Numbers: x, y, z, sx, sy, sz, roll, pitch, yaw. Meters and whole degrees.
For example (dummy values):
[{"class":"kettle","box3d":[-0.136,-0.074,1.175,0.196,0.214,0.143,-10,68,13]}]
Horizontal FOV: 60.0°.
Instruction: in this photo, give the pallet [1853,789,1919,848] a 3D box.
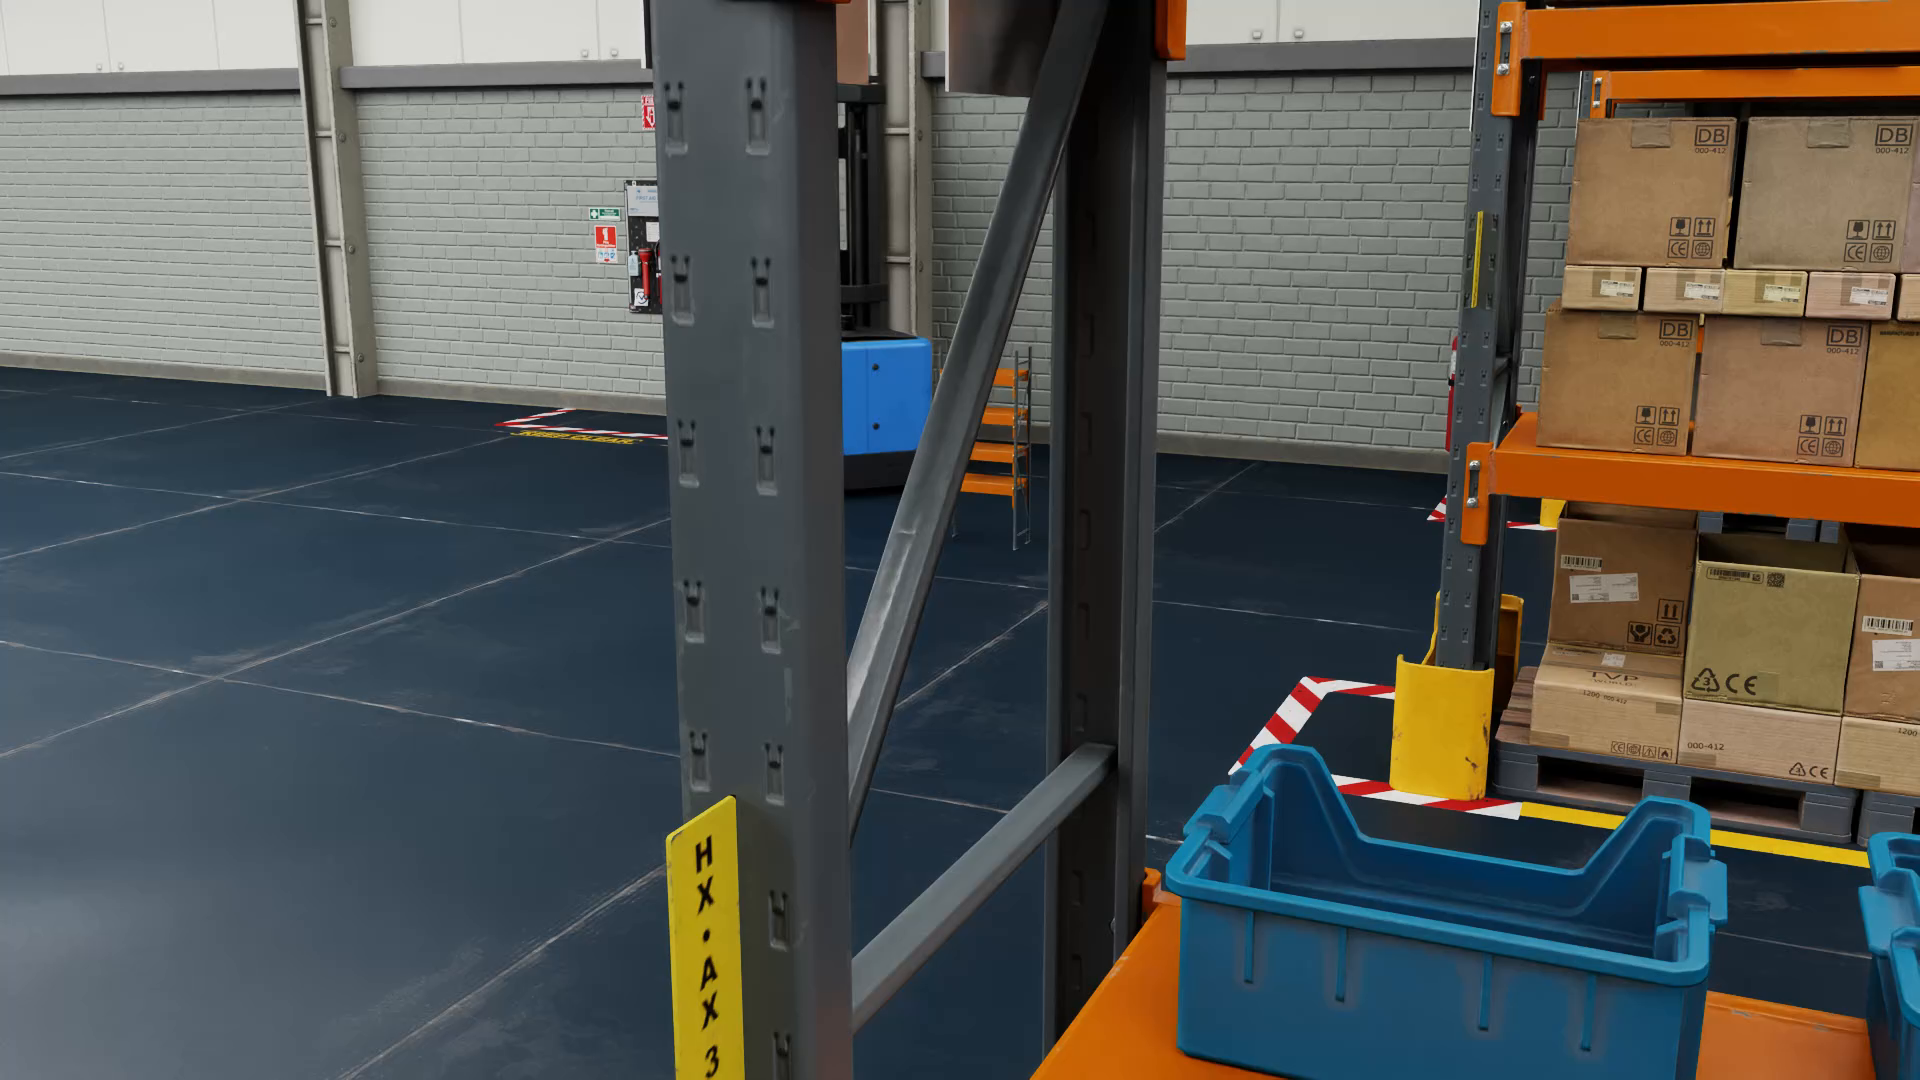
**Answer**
[{"class":"pallet","box3d":[3.848,0.907,5.926,1.213,0.211,1.003,6,14,23]}]

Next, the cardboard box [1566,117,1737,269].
[{"class":"cardboard box","box3d":[2.491,-1.255,5.978,0.500,0.500,0.700,6,14,23]}]

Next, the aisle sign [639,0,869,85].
[{"class":"aisle sign","box3d":[-0.174,-0.802,1.417,0.004,0.787,0.394,6,14,23]}]

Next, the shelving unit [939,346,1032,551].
[{"class":"shelving unit","box3d":[0.151,-0.569,10.052,0.503,1.200,0.258,6,14,23]}]

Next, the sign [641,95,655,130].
[{"class":"sign","box3d":[-2.683,-3.718,14.460,0.199,0.298,0.001,6,14,23]}]

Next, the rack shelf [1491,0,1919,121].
[{"class":"rack shelf","box3d":[3.849,-1.550,5.305,4.000,0.370,1.077,6,14,23]}]

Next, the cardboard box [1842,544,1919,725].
[{"class":"cardboard box","box3d":[3.341,0.329,5.744,0.500,0.500,0.500,6,14,23]}]

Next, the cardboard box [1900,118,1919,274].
[{"class":"cardboard box","box3d":[3.435,-1.161,5.578,0.500,0.500,0.700,6,14,23]}]

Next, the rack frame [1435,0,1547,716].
[{"class":"rack frame","box3d":[2.021,-0.625,6.354,0.127,3.000,1.000,6,14,23]}]

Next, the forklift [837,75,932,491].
[{"class":"forklift","box3d":[-1.239,-2.029,12.488,1.130,2.935,3.031,-6,14,-23]}]

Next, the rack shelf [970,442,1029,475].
[{"class":"rack shelf","box3d":[0.151,-0.503,10.068,0.480,0.148,0.258,6,14,23]}]

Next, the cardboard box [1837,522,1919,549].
[{"class":"cardboard box","box3d":[3.552,0.221,6.207,0.500,0.500,0.500,6,14,23]}]

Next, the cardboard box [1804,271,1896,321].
[{"class":"cardboard box","box3d":[2.992,-0.838,5.619,0.250,0.149,0.380,6,14,22]}]

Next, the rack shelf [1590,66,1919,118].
[{"class":"rack shelf","box3d":[5.852,-2.585,9.716,4.000,0.370,1.077,6,14,23]}]

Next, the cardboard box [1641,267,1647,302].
[{"class":"cardboard box","box3d":[2.687,-0.970,6.186,0.250,0.149,0.380,6,15,25]}]

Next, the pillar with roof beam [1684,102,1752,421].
[{"class":"pillar with roof beam","box3d":[3.270,-3.798,6.742,0.400,9.000,9.100,6,14,23]}]

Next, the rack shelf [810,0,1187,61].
[{"class":"rack shelf","box3d":[1.839,-0.516,0.897,4.000,0.370,1.077,6,14,23]}]

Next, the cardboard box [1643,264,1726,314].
[{"class":"cardboard box","box3d":[2.535,-0.885,5.820,0.250,0.149,0.380,5,14,22]}]

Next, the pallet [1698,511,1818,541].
[{"class":"pallet","box3d":[4.821,-0.213,10.702,1.213,0.211,1.003,6,14,23]}]

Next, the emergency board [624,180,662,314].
[{"class":"emergency board","box3d":[-2.716,-2.568,14.633,0.643,1.169,0.194,6,14,23]}]

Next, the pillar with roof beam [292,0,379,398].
[{"class":"pillar with roof beam","box3d":[-7.701,-4.908,11.474,0.400,9.000,9.100,6,14,23]}]

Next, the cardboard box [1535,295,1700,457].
[{"class":"cardboard box","box3d":[2.442,-0.628,6.147,0.500,0.500,0.700,6,14,23]}]

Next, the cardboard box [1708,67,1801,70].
[{"class":"cardboard box","box3d":[4.705,-3.039,9.811,0.500,0.500,0.500,7,15,27]}]

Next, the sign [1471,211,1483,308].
[{"class":"sign","box3d":[1.790,-0.970,5.755,0.005,0.325,0.100,6,14,23]}]

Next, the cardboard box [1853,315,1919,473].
[{"class":"cardboard box","box3d":[3.376,-0.534,5.743,0.500,0.500,0.700,6,14,24]}]

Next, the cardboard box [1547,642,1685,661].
[{"class":"cardboard box","box3d":[2.631,0.497,6.672,0.500,0.250,0.500,6,14,23]}]

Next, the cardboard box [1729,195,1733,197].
[{"class":"cardboard box","box3d":[4.997,-1.914,10.490,0.500,0.500,0.500,6,14,24]}]

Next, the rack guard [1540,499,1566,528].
[{"class":"rack guard","box3d":[4.093,-0.436,11.021,0.348,0.500,1.175,6,14,23]}]

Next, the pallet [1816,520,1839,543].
[{"class":"pallet","box3d":[5.933,-0.100,10.219,1.213,0.211,1.003,6,14,23]}]

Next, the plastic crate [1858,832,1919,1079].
[{"class":"plastic crate","box3d":[1.181,0.526,1.771,0.408,0.251,0.499,6,14,23]}]

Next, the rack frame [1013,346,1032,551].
[{"class":"rack frame","box3d":[0.374,-0.546,9.956,0.015,1.200,0.240,6,14,23]}]

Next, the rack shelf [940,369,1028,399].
[{"class":"rack shelf","box3d":[0.151,-0.951,9.963,0.480,0.148,0.258,6,14,23]}]

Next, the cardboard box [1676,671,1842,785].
[{"class":"cardboard box","box3d":[2.879,0.650,6.017,0.500,0.250,0.500,6,14,23]}]

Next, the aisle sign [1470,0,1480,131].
[{"class":"aisle sign","box3d":[1.836,-1.833,5.810,0.004,0.787,0.394,6,14,23]}]
